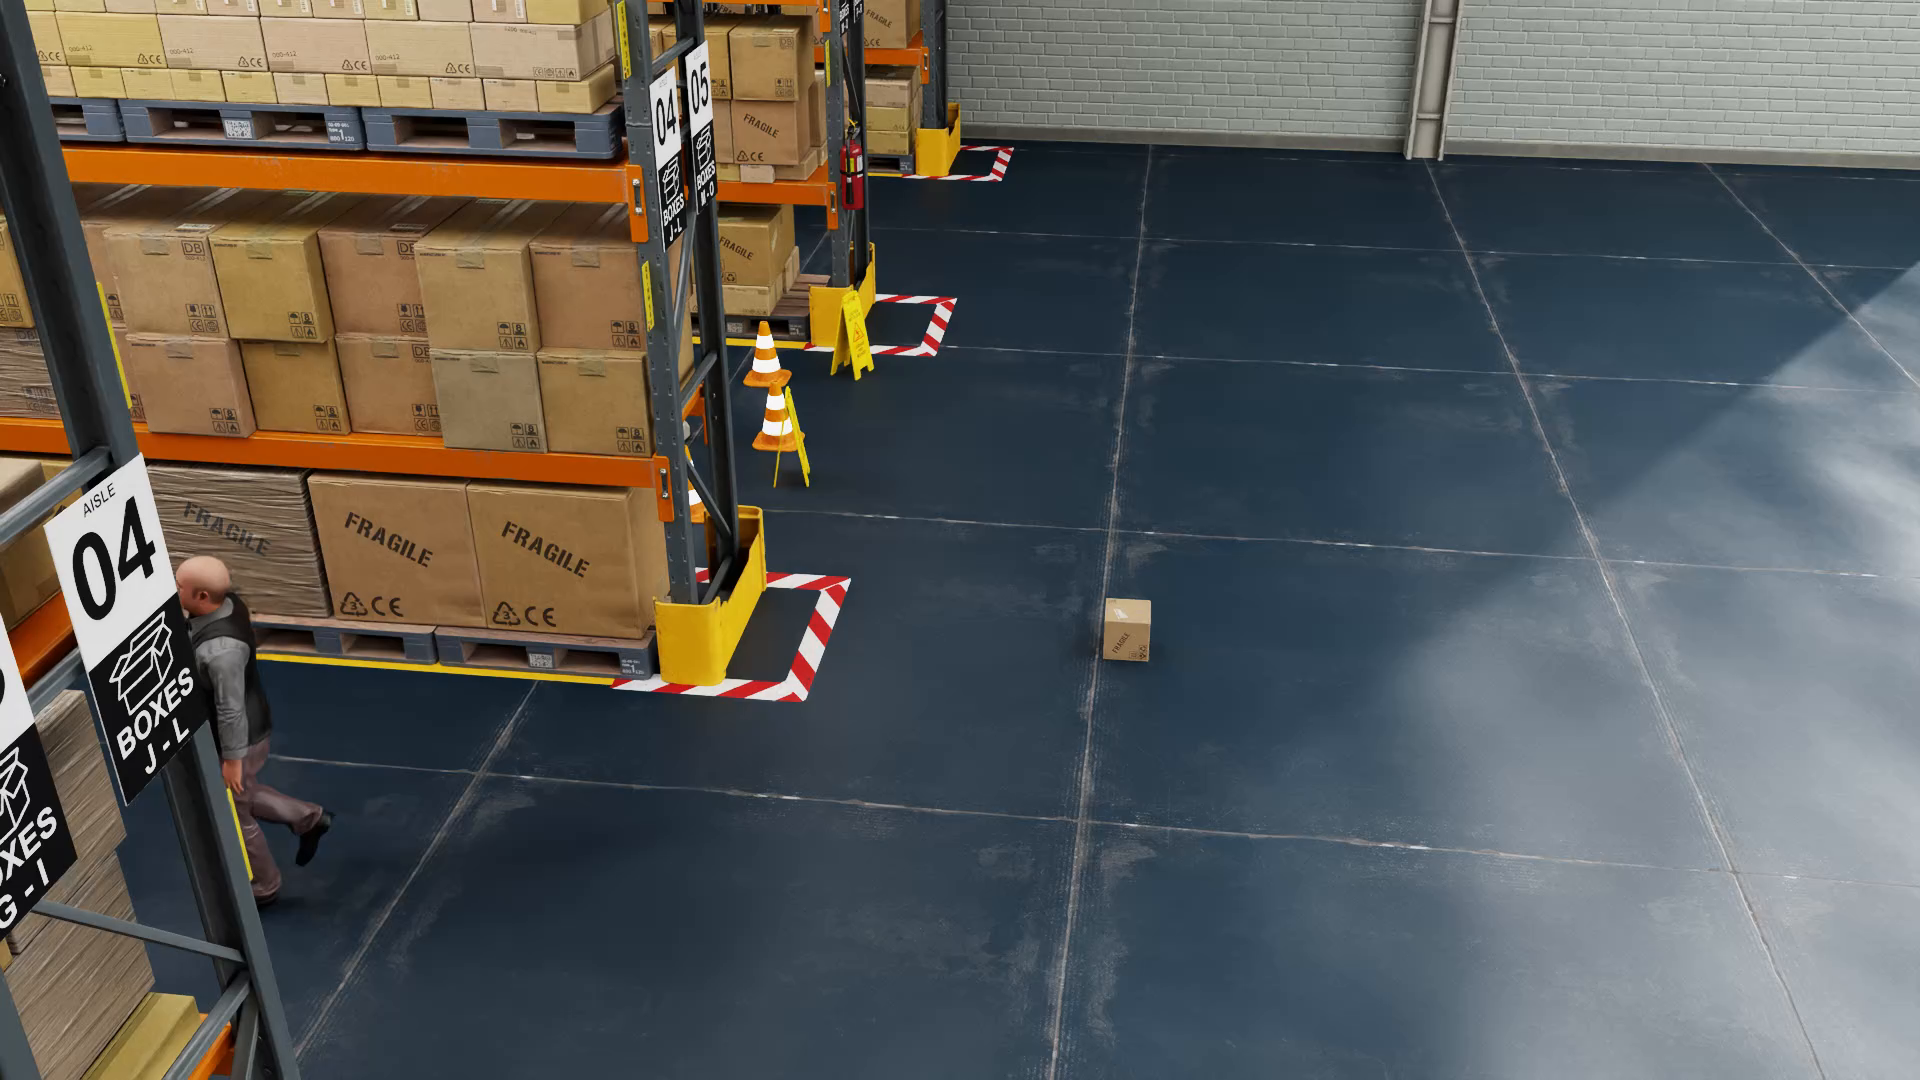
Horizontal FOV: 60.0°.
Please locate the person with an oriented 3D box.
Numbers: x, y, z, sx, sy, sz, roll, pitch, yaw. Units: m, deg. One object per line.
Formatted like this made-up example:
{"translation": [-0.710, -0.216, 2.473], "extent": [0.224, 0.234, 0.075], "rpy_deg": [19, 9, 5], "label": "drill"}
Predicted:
{"translation": [-3.073, 0.820, 7.080], "extent": [0.591, 1.710, 0.540], "rpy_deg": [-11, 30, -20], "label": "person"}
